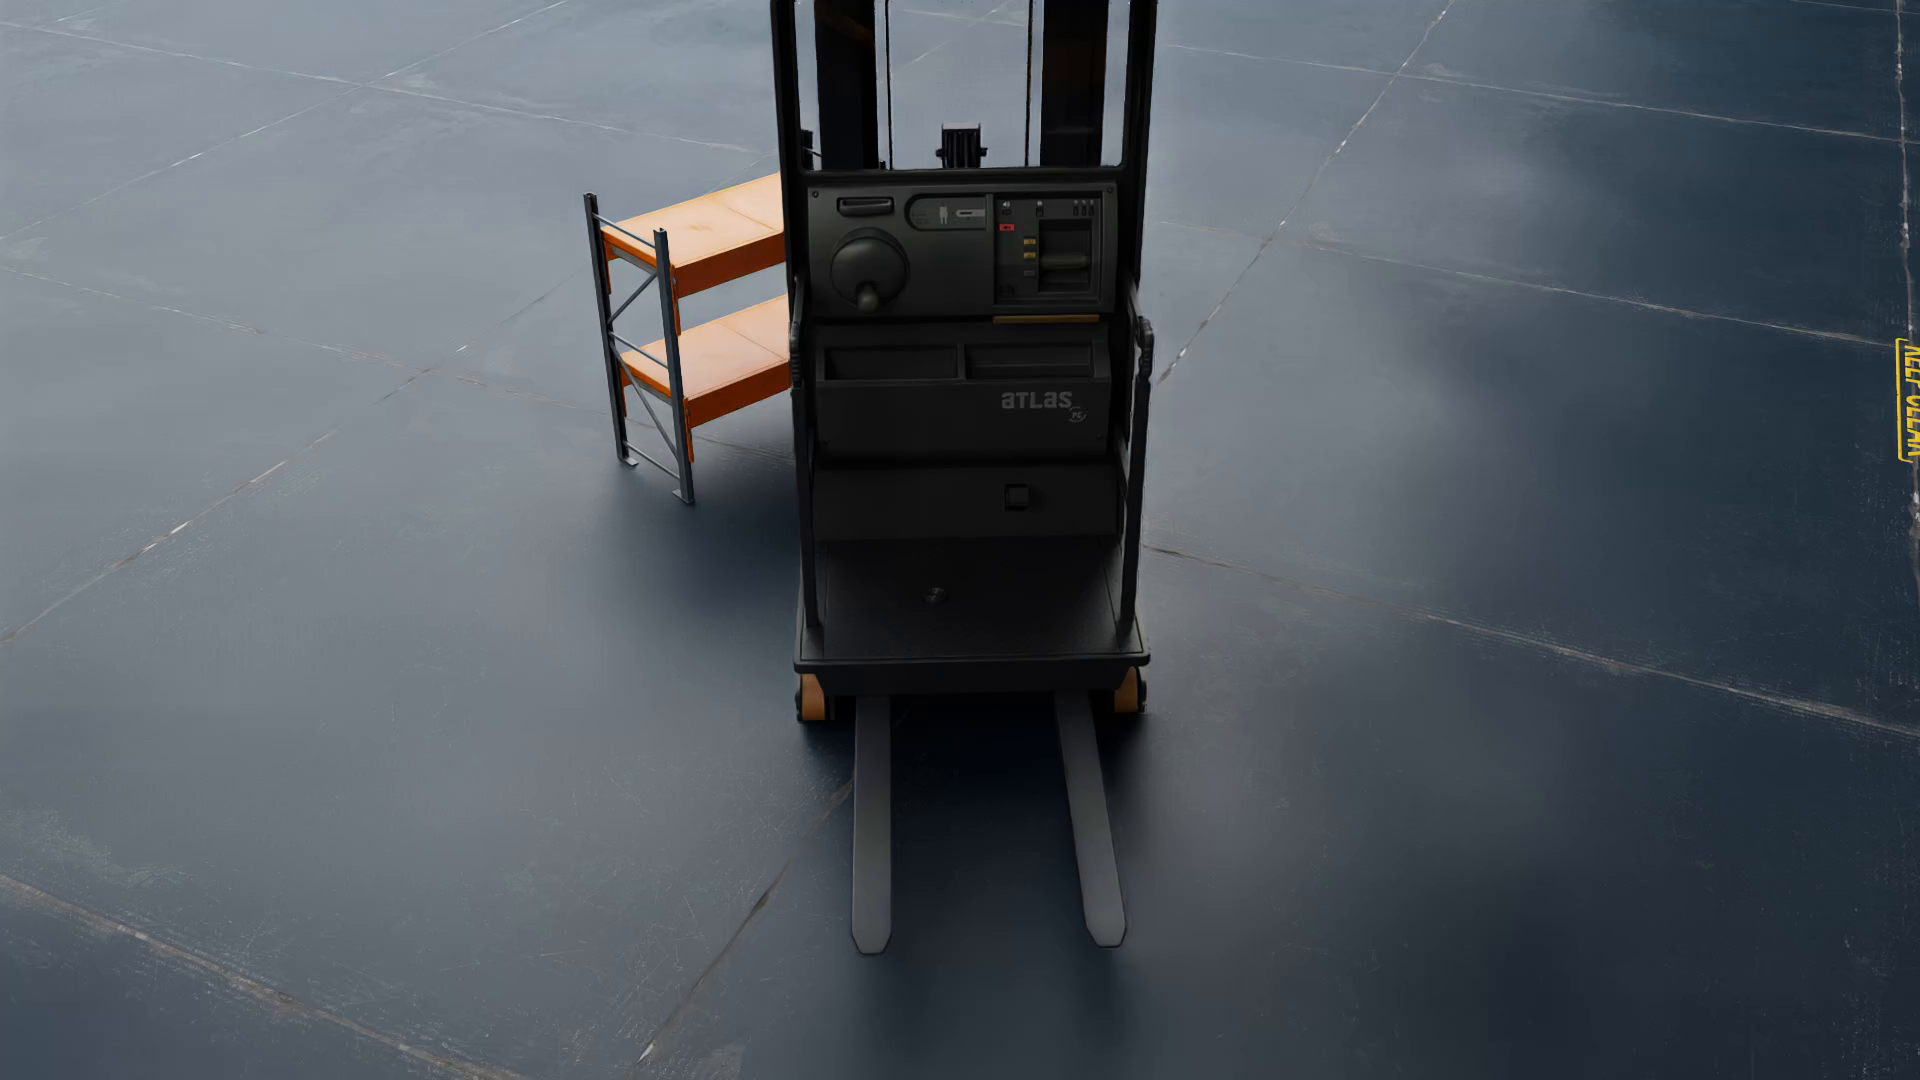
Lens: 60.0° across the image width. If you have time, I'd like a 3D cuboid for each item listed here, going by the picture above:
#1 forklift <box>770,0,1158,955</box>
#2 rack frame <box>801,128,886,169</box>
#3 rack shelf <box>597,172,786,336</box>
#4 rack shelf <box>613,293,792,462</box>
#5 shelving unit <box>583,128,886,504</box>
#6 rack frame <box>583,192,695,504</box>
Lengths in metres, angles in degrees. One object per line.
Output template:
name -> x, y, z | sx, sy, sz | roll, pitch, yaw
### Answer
forklift -> 0.021, -0.822, 4.831 | 1.130, 2.935, 3.031 | -1, 33, -2
rack frame -> -0.469, -1.096, 6.895 | 0.032, 1.125, 0.500 | -27, 42, -35
rack shelf -> -0.842, -1.151, 6.445 | 1.000, 0.278, 0.538 | -27, 42, -35
rack shelf -> -0.842, -0.701, 6.740 | 1.000, 0.278, 0.538 | -27, 42, -35
shelving unit -> -0.842, -0.906, 6.606 | 1.048, 1.125, 0.538 | -27, 42, -35
rack frame -> -1.214, -0.716, 6.317 | 0.032, 1.125, 0.500 | -27, 42, -35
